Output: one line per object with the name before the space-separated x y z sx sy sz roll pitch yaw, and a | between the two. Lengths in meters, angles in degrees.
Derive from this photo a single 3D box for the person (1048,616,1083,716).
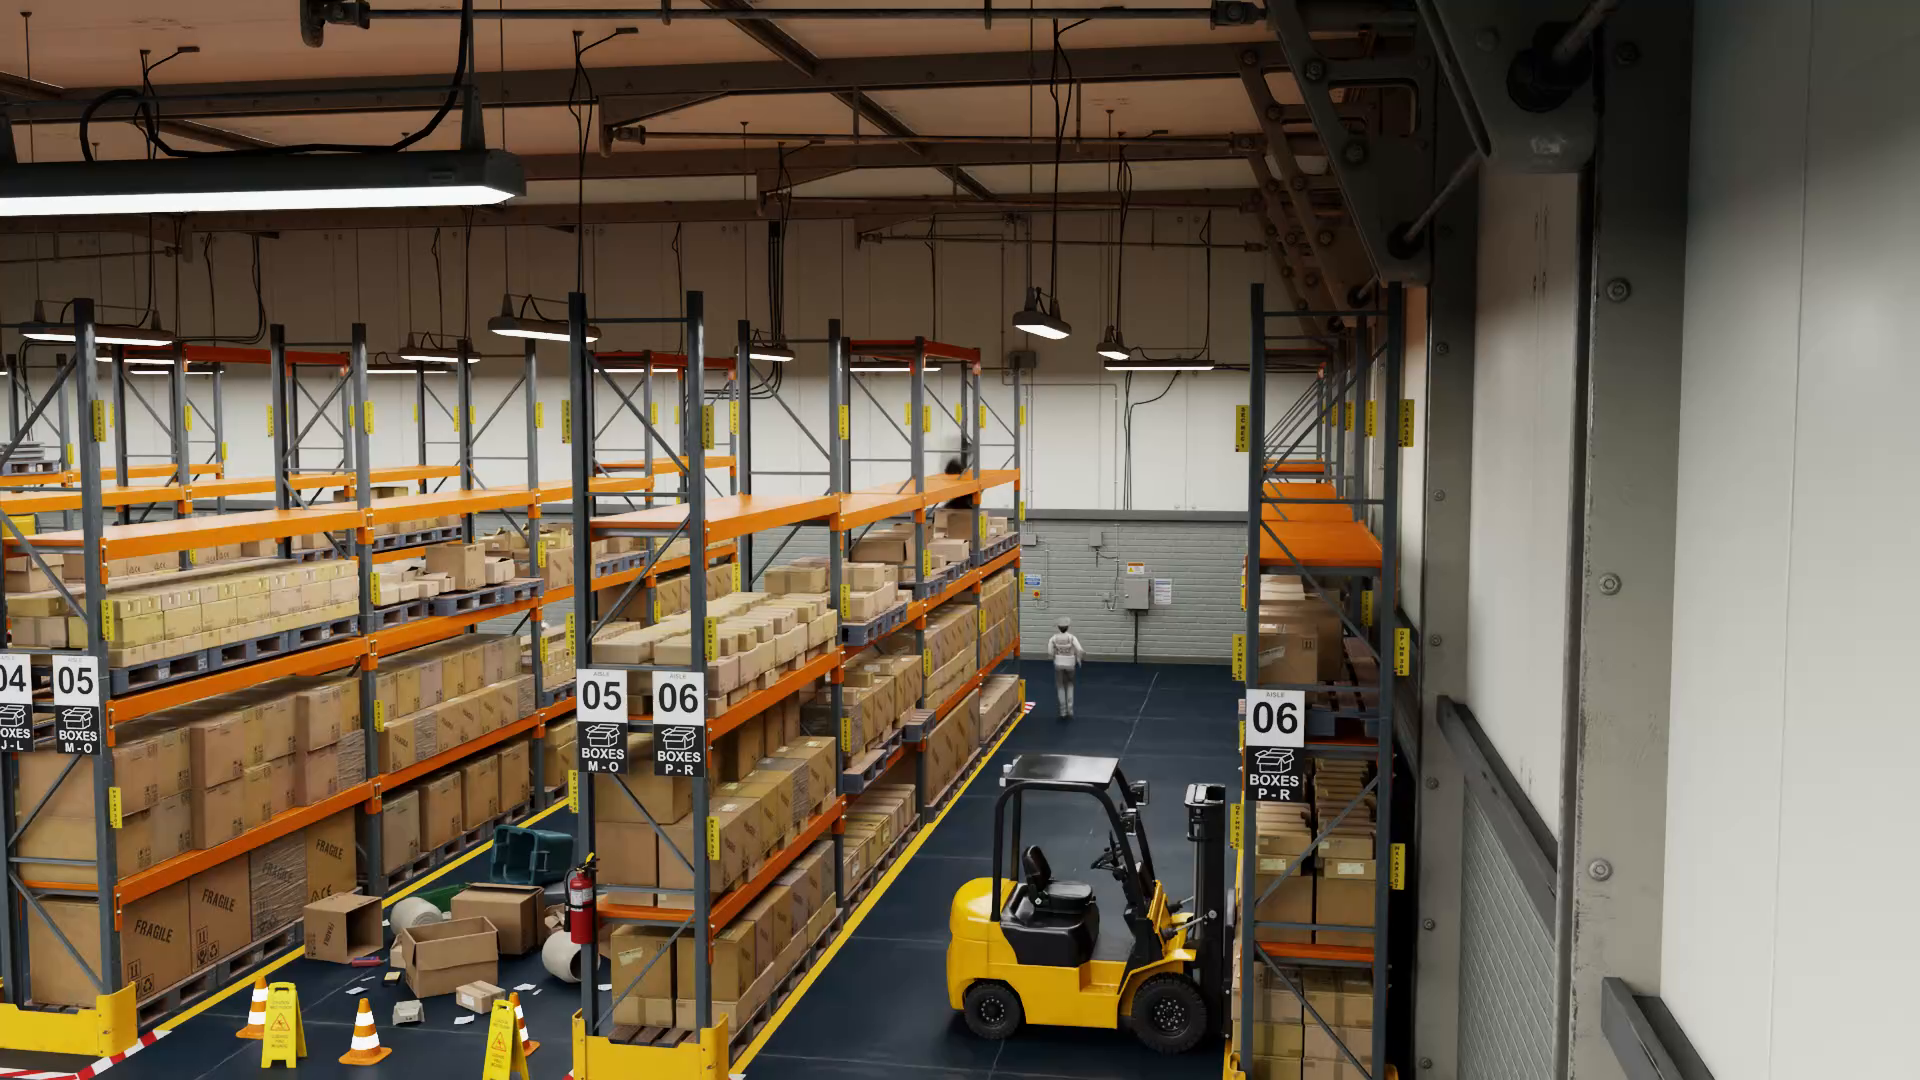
person | 1.752 2.107 27.666 0.584 1.700 0.601 0 5 3

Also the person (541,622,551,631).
person | -6.555 2.173 26.454 0.677 1.742 0.673 1 5 13
